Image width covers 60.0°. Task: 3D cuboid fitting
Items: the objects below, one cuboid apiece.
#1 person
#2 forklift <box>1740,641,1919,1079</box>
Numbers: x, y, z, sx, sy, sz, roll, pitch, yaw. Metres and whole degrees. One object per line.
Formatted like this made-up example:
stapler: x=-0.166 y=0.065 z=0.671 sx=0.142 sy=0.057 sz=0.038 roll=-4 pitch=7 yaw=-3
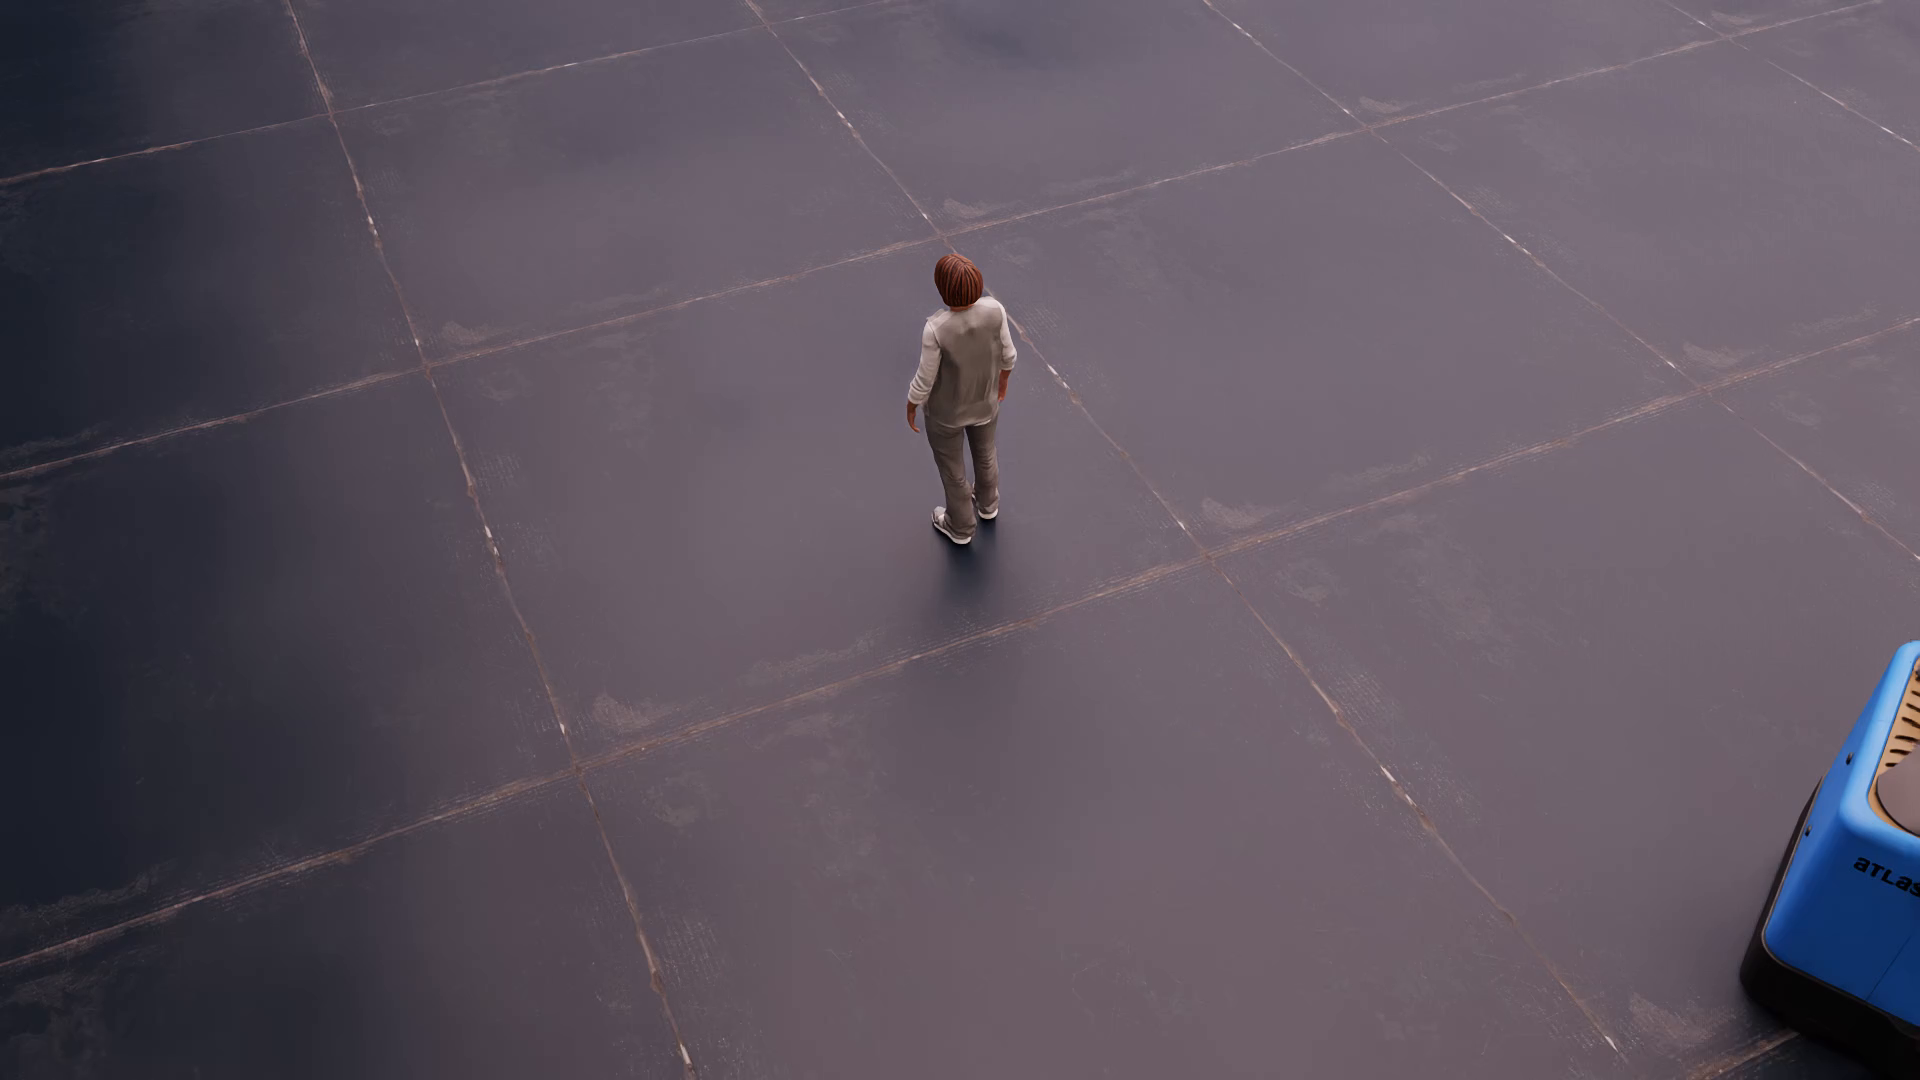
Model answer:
person: x=-0.018 y=-0.639 z=7.332 sx=0.520 sy=1.597 sz=0.475 roll=-18 pitch=46 yaw=-18
forklift: x=4.327 y=0.888 z=4.729 sx=3.031 sy=2.935 sz=1.130 roll=25 pitch=49 yaw=24
